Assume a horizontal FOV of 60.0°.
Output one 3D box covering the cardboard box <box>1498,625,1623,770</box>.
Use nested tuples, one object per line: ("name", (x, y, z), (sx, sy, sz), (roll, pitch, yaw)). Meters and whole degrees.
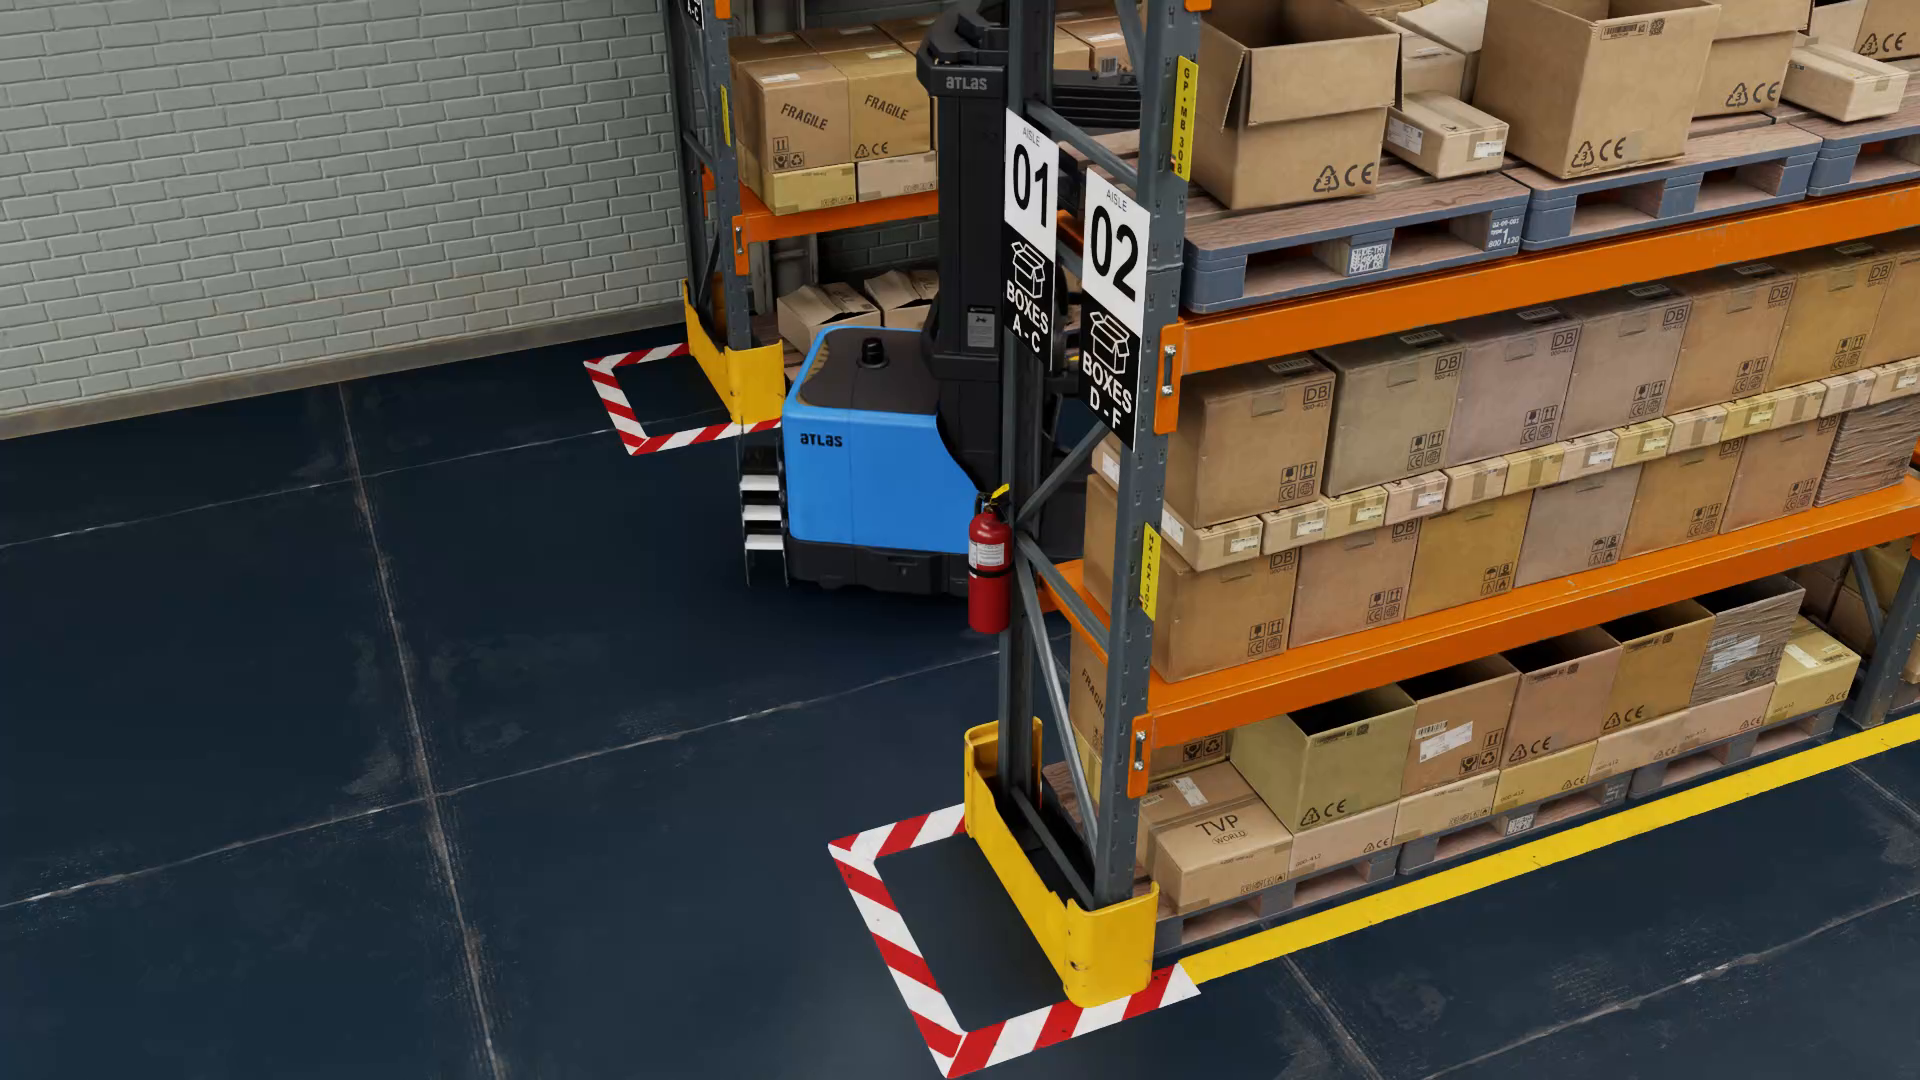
("cardboard box", (2.371, 0.566, 6.997), (0.500, 0.500, 0.500), (-13, 35, -19))

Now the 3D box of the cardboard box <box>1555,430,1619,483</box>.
("cardboard box", (2.269, -0.392, 6.334), (0.250, 0.149, 0.380), (-13, 35, -18))

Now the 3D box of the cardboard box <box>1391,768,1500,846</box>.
("cardboard box", (1.908, 0.983, 7.044), (0.500, 0.250, 0.500), (-13, 35, -19))

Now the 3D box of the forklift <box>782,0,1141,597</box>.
("forklift", (0.658, -1.129, 8.215), (3.031, 2.935, 1.130), (5, 33, 7))

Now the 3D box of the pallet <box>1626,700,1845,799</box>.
("pallet", (3.345, 0.691, 7.912), (1.213, 0.211, 1.003), (-13, 35, -19))

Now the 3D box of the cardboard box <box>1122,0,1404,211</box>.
("cardboard box", (0.938, -1.434, 5.263), (0.637, 0.503, 0.797), (-10, 34, -16))

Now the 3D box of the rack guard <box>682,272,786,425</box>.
("rack guard", (-1.445, -1.238, 10.613), (0.348, 0.500, 1.175), (-13, 35, -19))

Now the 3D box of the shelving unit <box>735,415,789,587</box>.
("shelving unit", (-1.015, -0.196, 8.643), (0.210, 0.900, 0.258), (1, 33, 1))

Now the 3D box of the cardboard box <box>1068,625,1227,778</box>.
("cardboard box", (0.785, 0.619, 6.914), (0.500, 0.500, 0.500), (-13, 35, -19))

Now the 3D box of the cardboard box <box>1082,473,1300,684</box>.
("cardboard box", (0.842, 0.086, 6.194), (0.500, 0.500, 0.700), (-13, 35, -19))

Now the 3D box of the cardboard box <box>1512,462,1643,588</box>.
("cardboard box", (2.268, -0.242, 6.698), (0.500, 0.500, 0.700), (-12, 35, -18))

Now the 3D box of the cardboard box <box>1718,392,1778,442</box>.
("cardboard box", (2.988, -0.559, 6.590), (0.250, 0.149, 0.380), (-13, 35, -19))

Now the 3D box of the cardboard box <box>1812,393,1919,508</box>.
("cardboard box", (3.688, -0.569, 7.201), (0.500, 0.500, 0.700), (-14, 36, -20))

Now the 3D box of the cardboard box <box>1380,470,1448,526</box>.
("cardboard box", (1.558, -0.229, 6.084), (0.250, 0.149, 0.380), (-13, 35, -20))

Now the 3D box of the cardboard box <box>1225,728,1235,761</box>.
("cardboard box", (1.243, 0.823, 7.288), (0.500, 0.250, 0.500), (-13, 35, -19))

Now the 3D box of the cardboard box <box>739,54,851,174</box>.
("cardboard box", (-0.958, -2.480, 9.660), (0.500, 0.500, 0.500), (-13, 35, -19))

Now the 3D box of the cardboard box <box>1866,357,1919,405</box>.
("cardboard box", (3.698, -0.722, 6.840), (0.250, 0.149, 0.380), (-14, 35, -20))

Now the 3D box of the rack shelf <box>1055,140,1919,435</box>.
("rack shelf", (2.250, -1.158, 6.106), (4.000, 0.370, 1.077), (-13, 35, -19))

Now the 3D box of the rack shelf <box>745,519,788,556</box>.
("rack shelf", (-1.015, -0.017, 8.759), (0.200, 0.077, 0.258), (1, 33, 1))

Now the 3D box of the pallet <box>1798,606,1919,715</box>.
("pallet", (4.759, 0.369, 8.407), (1.213, 0.211, 1.003), (-13, 35, -19))

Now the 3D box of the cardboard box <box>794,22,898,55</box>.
("cardboard box", (-0.695, -2.838, 10.210), (0.500, 0.500, 0.500), (-12, 35, -18))

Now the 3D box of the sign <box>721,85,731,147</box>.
("sign", (-1.305, -2.360, 9.251), (0.005, 0.325, 0.100), (-13, 35, -19))

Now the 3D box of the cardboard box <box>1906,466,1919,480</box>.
("cardboard box", (4.834, -0.226, 8.386), (0.500, 0.311, 0.500), (-12, 35, -18))

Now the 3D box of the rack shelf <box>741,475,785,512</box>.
("rack shelf", (-1.015, -0.243, 8.612), (0.200, 0.077, 0.258), (1, 33, 1))

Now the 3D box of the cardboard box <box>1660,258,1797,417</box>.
("cardboard box", (2.760, -0.900, 6.520), (0.500, 0.500, 0.700), (-13, 35, -19))

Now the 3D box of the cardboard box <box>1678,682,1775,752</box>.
("cardboard box", (3.287, 0.661, 7.538), (0.500, 0.250, 0.500), (-13, 35, -19))

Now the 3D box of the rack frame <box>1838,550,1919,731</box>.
("rack frame", (4.094, -0.624, 7.377), (0.127, 3.000, 1.000), (-13, 35, -19))

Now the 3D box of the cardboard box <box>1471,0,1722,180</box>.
("cardboard box", (2.043, -1.527, 5.409), (0.500, 0.500, 0.500), (-13, 35, -19))

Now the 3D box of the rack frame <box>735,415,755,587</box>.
("rack frame", (-1.117, -0.197, 8.645), (0.006, 0.900, 0.240), (1, 33, 1))

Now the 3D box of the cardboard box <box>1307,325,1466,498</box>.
("cardboard box", (1.373, -0.583, 6.032), (0.500, 0.500, 0.700), (-14, 36, -20))

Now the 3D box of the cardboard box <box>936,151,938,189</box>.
("cardboard box", (0.003, -2.380, 10.195), (0.500, 0.250, 0.500), (-13, 35, -20))

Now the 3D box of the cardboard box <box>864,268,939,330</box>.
("cardboard box", (-0.316, -1.549, 10.860), (0.500, 0.311, 0.500), (-10, 34, -15))

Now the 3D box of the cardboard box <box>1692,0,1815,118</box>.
("cardboard box", (2.527, -1.875, 5.941), (0.637, 0.503, 0.797), (-9, 34, -14))

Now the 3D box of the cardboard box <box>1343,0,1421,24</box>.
("cardboard box", (2.656, -3.431, 11.196), (0.500, 0.500, 0.700), (-13, 35, -19))

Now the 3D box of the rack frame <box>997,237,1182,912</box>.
("rack frame", (0.406, 0.220, 6.079), (0.127, 3.000, 1.000), (-13, 35, -19))

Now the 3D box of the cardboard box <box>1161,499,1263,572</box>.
("cardboard box", (0.851, -0.068, 5.836), (0.250, 0.149, 0.380), (-13, 35, -19))

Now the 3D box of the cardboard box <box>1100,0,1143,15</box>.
("cardboard box", (1.181, -3.273, 10.879), (0.500, 0.500, 0.500), (-13, 35, -19))

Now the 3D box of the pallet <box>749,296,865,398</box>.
("pallet", (-0.682, -1.271, 10.928), (1.213, 0.211, 1.003), (-13, 35, -19))

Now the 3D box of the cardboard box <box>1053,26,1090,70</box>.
("cardboard box", (0.451, -2.800, 10.152), (0.500, 0.500, 0.500), (-12, 35, -17))

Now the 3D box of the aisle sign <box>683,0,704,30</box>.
("aisle sign", (-1.465, -3.194, 8.942), (0.004, 0.787, 0.394), (-13, 35, -19))

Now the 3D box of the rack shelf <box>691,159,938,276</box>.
("rack shelf", (0.329, -2.391, 10.752), (4.000, 0.370, 1.077), (-13, 35, -19))
